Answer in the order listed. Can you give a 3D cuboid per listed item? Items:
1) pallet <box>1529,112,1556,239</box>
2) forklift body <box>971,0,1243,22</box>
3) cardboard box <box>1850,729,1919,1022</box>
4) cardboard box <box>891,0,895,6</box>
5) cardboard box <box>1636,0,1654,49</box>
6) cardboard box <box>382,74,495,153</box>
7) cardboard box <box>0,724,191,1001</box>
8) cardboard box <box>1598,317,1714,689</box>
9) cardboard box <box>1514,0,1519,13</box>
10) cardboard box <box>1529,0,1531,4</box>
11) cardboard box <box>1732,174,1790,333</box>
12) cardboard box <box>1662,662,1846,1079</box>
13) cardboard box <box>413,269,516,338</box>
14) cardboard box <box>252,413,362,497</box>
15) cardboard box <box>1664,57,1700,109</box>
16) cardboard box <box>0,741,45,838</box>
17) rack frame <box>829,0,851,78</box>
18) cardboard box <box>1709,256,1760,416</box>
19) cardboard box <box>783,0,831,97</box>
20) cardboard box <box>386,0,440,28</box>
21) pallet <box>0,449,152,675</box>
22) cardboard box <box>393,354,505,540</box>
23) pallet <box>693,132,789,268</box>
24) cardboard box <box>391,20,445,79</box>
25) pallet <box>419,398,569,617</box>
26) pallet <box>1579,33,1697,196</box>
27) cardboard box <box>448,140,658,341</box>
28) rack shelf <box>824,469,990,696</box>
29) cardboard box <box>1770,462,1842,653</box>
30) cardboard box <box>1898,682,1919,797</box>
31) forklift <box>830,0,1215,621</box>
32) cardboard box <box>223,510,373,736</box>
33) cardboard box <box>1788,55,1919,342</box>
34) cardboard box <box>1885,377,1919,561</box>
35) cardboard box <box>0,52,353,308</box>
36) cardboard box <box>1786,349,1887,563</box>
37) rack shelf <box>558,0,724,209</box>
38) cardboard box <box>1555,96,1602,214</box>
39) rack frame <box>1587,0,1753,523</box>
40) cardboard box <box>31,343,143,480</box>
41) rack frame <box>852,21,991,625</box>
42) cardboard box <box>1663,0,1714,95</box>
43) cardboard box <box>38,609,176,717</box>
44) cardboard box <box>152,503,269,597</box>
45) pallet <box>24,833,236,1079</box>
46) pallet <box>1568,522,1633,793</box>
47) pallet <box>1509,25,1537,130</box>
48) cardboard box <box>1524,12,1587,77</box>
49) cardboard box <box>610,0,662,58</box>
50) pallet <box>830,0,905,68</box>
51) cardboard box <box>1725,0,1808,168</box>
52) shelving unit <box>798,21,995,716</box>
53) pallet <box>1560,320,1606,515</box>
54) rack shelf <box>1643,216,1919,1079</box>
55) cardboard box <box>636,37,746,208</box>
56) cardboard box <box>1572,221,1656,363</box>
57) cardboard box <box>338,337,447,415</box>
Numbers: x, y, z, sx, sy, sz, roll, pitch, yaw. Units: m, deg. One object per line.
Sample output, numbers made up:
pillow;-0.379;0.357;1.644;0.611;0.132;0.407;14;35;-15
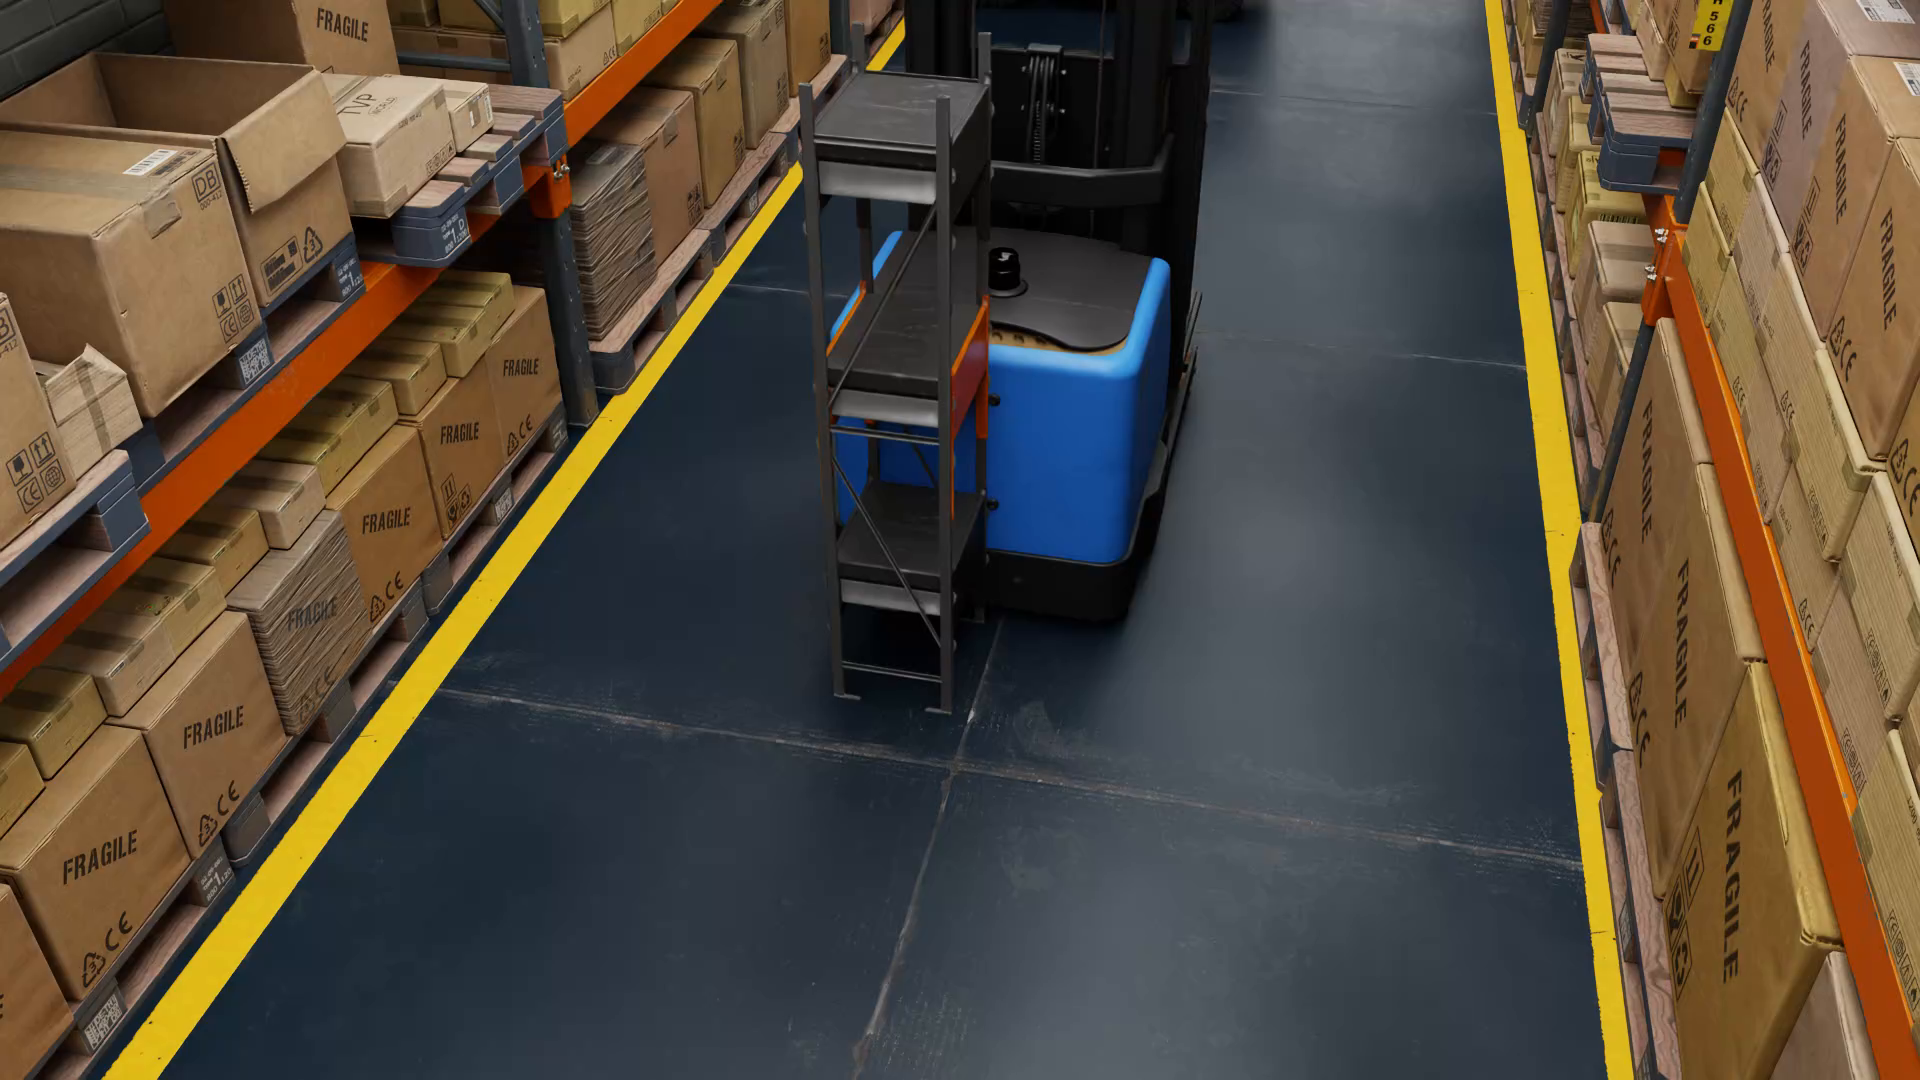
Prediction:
pallet;3.527;-1.866;8.645;1.003;0.211;1.213;7;37;10
forklift body;1.073;-4.696;10.896;2.313;2.155;1.214;7;37;10
cardboard box;1.942;0.625;2.960;0.500;0.250;0.500;7;36;9
cardboard box;-0.638;-3.648;10.712;0.500;0.250;0.500;7;36;9
cardboard box;2.736;-1.891;6.159;0.380;0.149;0.250;6;36;8
cardboard box;-1.778;-1.412;5.499;0.380;0.149;0.250;8;37;11
cardboard box;-2.440;0.811;4.347;0.500;0.500;0.500;7;36;9
cardboard box;2.609;-0.073;5.247;0.875;0.875;0.875;7;37;10
cardboard box;3.772;-3.469;10.465;0.500;0.250;0.500;8;37;11
cardboard box;3.663;-3.467;9.824;0.500;0.500;0.500;8;37;11
cardboard box;2.376;-0.735;4.410;0.500;0.250;0.500;8;37;11
cardboard box;2.222;0.950;3.835;0.875;0.875;0.875;8;37;11
cardboard box;-1.871;-0.875;6.120;0.380;0.149;0.250;6;36;8
cardboard box;-2.152;-0.280;5.300;0.380;0.149;0.250;7;36;9
cardboard box;2.664;-1.597;5.754;0.380;0.149;0.250;8;37;11
cardboard box;-2.503;0.614;4.066;0.380;0.149;0.250;6;36;8
rack frame;-1.158;-4.062;9.299;1.000;3.000;0.127;7;37;10
cardboard box;2.394;-0.542;4.570;0.500;0.250;0.500;6;36;9
cardboard box;-1.259;-2.970;9.458;0.875;0.625;0.625;9;37;12
cardboard box;-2.188;-2.203;6.435;0.500;0.250;0.500;8;37;11
pallet;-2.590;0.158;3.640;1.003;0.211;1.213;7;37;10
cardboard box;-2.010;-0.372;5.979;0.500;0.500;0.500;7;36;9
pallet;-1.536;-1.804;8.559;1.003;0.211;1.213;7;37;10
cardboard box;-2.167;-1.998;6.578;0.500;0.250;0.500;7;36;9
pallet;-2.209;-0.216;6.369;1.003;0.211;1.213;7;37;10
pallet;2.885;-1.493;5.917;1.213;0.211;1.003;7;37;10
cardboard box;-1.866;-1.333;7.199;0.875;0.625;0.625;8;37;11
rack shelf;-0.165;0.136;5.490;0.431;0.518;0.480;8;37;11
cardboard box;2.175;0.041;3.765;0.500;0.250;0.500;7;37;10
cardboard box;1.939;0.432;2.800;0.500;0.250;0.500;8;37;11
forklift;0.400;-1.770;6.195;1.130;2.935;3.031;8;37;11
cardboard box;-2.212;0.229;5.151;0.500;0.500;0.500;6;36;8
cardboard box;2.271;-0.762;3.808;0.500;0.500;0.500;8;37;11
cardboard box;2.064;-0.174;2.997;0.500;0.500;0.500;8;37;11
cardboard box;-2.181;-1.022;4.658;0.797;0.503;0.637;7;36;9
cardboard box;2.137;-0.161;3.619;0.500;0.250;0.500;8;37;11
rack shelf;-1.586;-2.624;7.928;1.077;0.370;4.000;7;37;10
cardboard box;3.432;-1.834;8.106;0.950;0.372;0.625;10;37;13
rack frame;2.837;-1.149;5.279;1.000;3.000;0.127;7;37;10
cardboard box;-2.195;-0.340;3.919;0.396;0.266;0.258;9;37;12
rack frame;-0.109;-0.582;5.263;0.400;2.100;0.015;8;37;11
cardboard box;2.663;-1.775;5.447;0.500;0.500;0.500;6;36;9
cardboard box;-2.368;0.317;4.476;0.380;0.149;0.250;7;37;10
cardboard box;-2.284;0.017;4.890;0.380;0.149;0.250;7;37;10
pallet;-2.730;1.182;4.439;1.003;0.211;1.213;7;37;10
pallet;2.595;0.423;5.487;1.003;0.211;1.213;7;37;10
pallet;3.800;-2.702;9.799;1.003;0.211;1.213;7;37;10
cardboard box;3.555;-2.871;9.641;0.500;0.250;0.500;9;37;12
cardboard box;-1.567;-2.220;6.884;0.500;0.250;0.500;7;36;9
pallet;-0.948;-3.384;10.739;1.003;0.211;1.213;7;37;10
cardboard box;2.493;-1.342;4.608;0.500;0.500;0.500;6;36;8
shelving unit;-0.165;-0.442;5.071;0.431;2.100;0.503;8;37;11
pallet;3.006;-0.468;6.715;1.003;0.211;1.213;7;37;10
rack shelf;2.410;0.289;3.908;1.077;0.370;4.000;7;37;10
cardboard box;-1.591;-2.095;8.250;0.875;0.625;0.625;6;36;8
cardboard box;3.117;-1.002;6.957;0.950;0.372;0.625;7;36;9
cardboard box;-1.998;-0.569;5.698;0.380;0.149;0.250;6;36;8
